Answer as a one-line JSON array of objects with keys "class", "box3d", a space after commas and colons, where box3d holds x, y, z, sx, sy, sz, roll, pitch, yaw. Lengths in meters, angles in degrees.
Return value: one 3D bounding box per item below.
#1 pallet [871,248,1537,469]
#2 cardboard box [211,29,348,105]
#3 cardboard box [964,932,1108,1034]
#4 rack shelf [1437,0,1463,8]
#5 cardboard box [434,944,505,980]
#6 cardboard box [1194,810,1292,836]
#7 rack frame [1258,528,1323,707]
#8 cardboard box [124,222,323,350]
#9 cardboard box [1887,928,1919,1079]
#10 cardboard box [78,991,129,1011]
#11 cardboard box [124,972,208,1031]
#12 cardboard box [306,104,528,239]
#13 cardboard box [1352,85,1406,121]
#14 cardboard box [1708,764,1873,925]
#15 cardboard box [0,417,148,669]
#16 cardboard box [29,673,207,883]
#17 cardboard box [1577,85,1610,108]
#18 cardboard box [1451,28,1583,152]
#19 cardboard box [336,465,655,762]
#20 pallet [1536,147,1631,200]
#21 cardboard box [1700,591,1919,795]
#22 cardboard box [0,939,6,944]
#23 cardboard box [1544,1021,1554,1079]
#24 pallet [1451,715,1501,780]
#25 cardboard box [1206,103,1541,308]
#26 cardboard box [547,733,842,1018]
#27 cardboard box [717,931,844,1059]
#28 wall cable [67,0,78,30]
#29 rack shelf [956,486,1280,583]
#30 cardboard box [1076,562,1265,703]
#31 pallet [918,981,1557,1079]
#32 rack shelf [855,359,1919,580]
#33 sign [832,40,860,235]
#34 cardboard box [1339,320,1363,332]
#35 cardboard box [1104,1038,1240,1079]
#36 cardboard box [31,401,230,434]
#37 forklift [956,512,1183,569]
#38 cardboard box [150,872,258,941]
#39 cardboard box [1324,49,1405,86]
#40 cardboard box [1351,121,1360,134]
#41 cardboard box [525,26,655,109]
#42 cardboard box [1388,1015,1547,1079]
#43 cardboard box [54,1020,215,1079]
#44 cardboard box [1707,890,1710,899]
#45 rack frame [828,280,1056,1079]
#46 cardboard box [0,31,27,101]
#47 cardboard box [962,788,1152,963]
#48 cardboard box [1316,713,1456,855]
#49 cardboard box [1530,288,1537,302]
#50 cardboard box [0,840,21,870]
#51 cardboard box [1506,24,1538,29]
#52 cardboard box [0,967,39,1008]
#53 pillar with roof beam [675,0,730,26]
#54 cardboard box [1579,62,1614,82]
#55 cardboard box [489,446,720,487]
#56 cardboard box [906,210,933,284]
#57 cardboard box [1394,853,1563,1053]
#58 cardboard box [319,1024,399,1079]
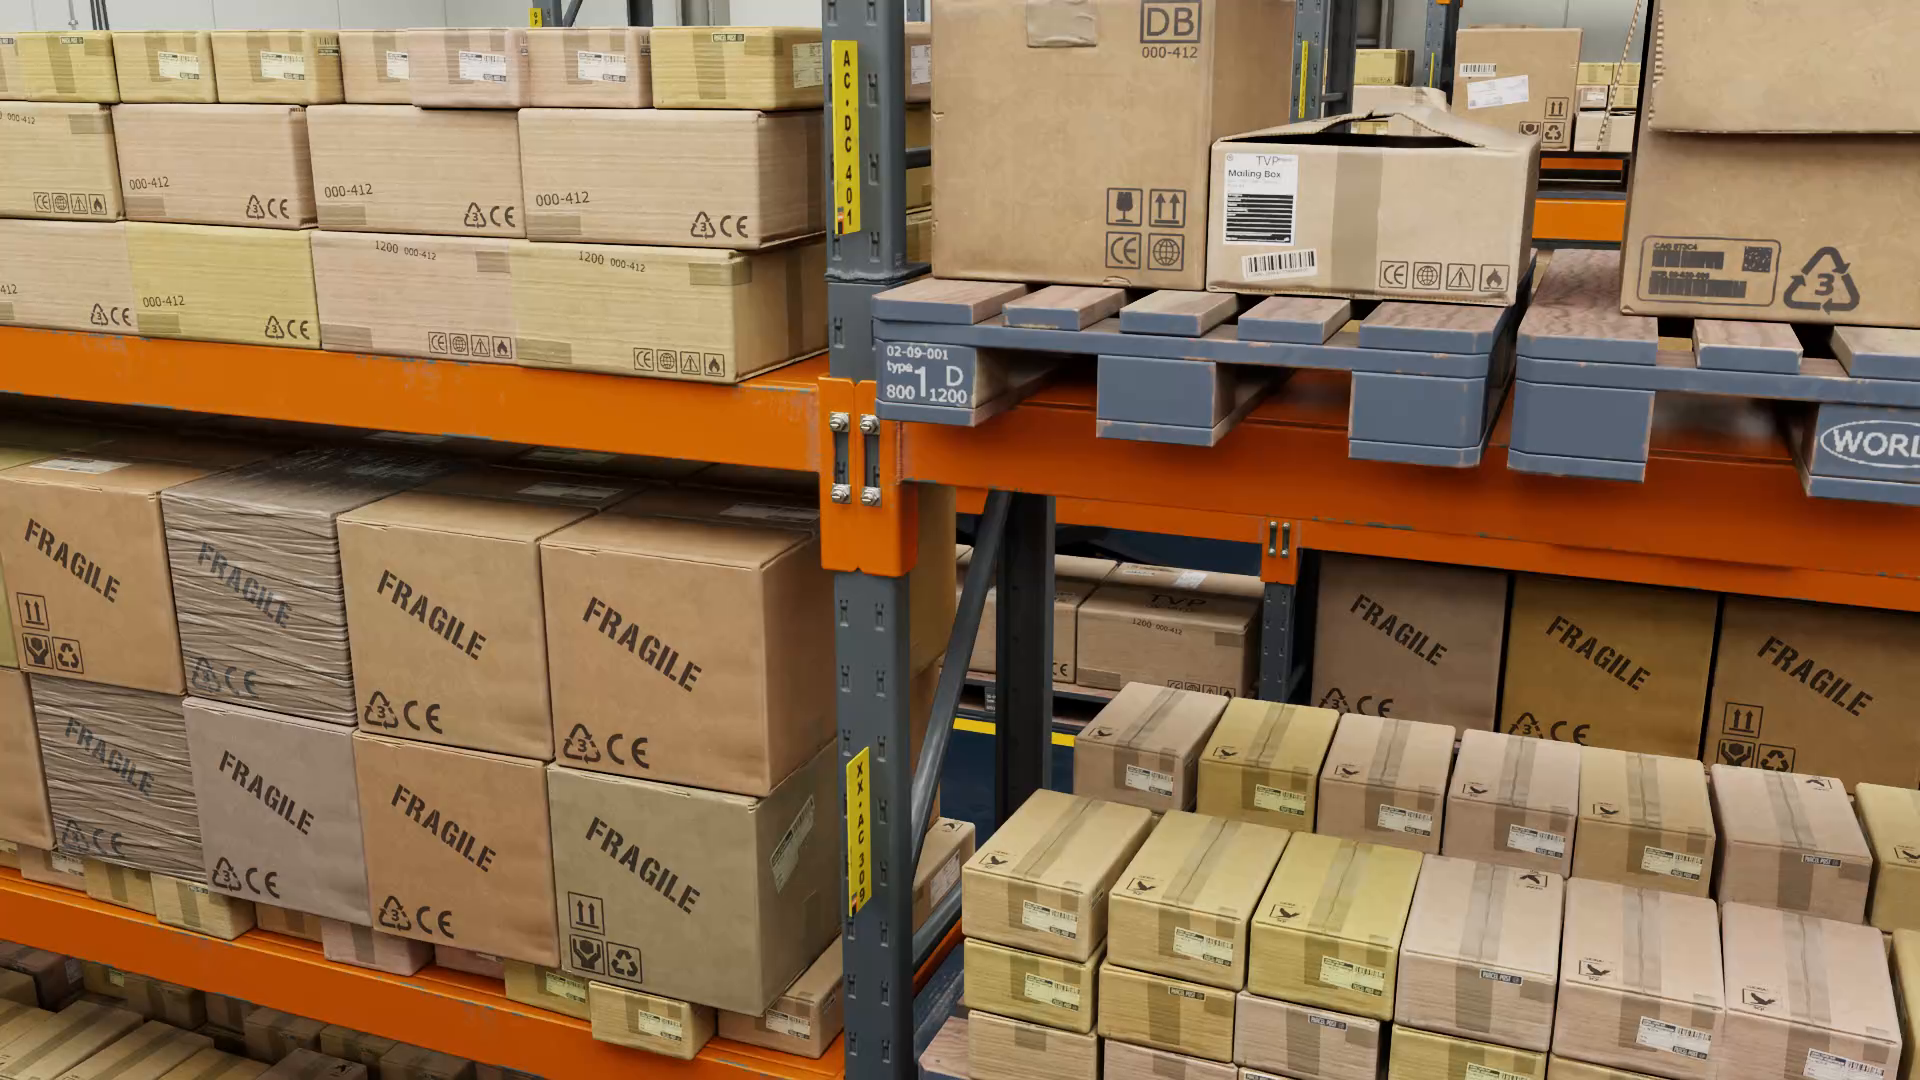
[{"class": "pallet", "box3d": [0.531, -0.412, 3.170, 1.003, 0.211, 1.213, 6, 17, 21]}, {"class": "cardboard box", "box3d": [-1.369, -1.018, 3.579, 0.250, 0.149, 0.380, 6, 17, 18]}, {"class": "cardboard box", "box3d": [0.193, 0.783, 3.260, 0.250, 0.149, 0.380, 7, 17, 22]}, {"class": "rack shelf", "box3d": [5.396, -3.874, 11.384, 4.000, 0.370, 1.077, 6, 17, 21]}, {"class": "cardboard box", "box3d": [-1.077, 0.914, 4.095, 0.250, 0.149, 0.380, 6, 17, 19]}, {"class": "cardboard box", "box3d": [0.684, 0.639, 3.755, 0.250, 0.149, 0.380, 6, 17, 21]}, {"class": "rack frame", "box3d": [1.718, -0.447, 8.333, 0.127, 3.000, 1.000, 6, 17, 21]}, {"class": "cardboard box", "box3d": [-1.493, -0.607, 3.774, 0.500, 0.250, 0.500, 6, 17, 20]}, {"class": "cardboard box", "box3d": [1.648, 0.799, 2.672, 0.250, 0.149, 0.380, 7, 18, 22]}, {"class": "cardboard box", "box3d": [-2.646, 1.495, 5.469, 0.250, 0.149, 0.380, 6, 17, 18]}, {"class": "cardboard box", "box3d": [-2.422, 1.385, 5.315, 0.250, 0.149, 0.380, 6, 17, 18]}, {"class": "cardboard box", "box3d": [-1.007, -0.799, 3.537, 0.500, 0.250, 0.500, 6, 17, 18]}, {"class": "cardboard box", "box3d": [2.995, -3.230, 12.276, 0.500, 0.250, 0.500, 6, 17, 21]}, {"class": "cardboard box", "box3d": [1.653, 0.604, 3.342, 0.250, 0.149, 0.380, 5, 17, 18]}, {"class": "cardboard box", "box3d": [-2.458, -0.009, 4.319, 0.500, 0.500, 0.500, 6, 17, 19]}, {"class": "cardboard box", "box3d": [-1.975, 0.517, 4.300, 0.500, 0.500, 0.500, 6, 17, 19]}, {"class": "cardboard box", "box3d": [4.371, -3.087, 11.563, 0.250, 0.149, 0.380, 7, 17, 21]}, {"class": "cardboard box", "box3d": [2.431, -1.972, 7.273, 0.500, 0.500, 0.500, 6, 17, 20]}, {"class": "cardboard box", "box3d": [-1.024, 0.147, 3.782, 0.500, 0.500, 0.500, 6, 17, 19]}, {"class": "pallet", "box3d": [2.589, -1.715, 7.662, 1.217, 0.209, 0.805, 6, 17, 18]}, {"class": "cardboard box", "box3d": [3.998, 0.596, 7.797, 0.875, 0.875, 0.875, 7, 17, 21]}, {"class": "cardboard box", "box3d": [-3.140, 1.308, 5.580, 0.250, 0.149, 0.380, 6, 17, 21]}, {"class": "cardboard box", "box3d": [1.154, 1.031, 2.939, 0.250, 0.149, 0.380, 5, 17, 18]}, {"class": "pallet", "box3d": [2.463, 0.952, 8.517, 1.213, 0.211, 1.003, 6, 17, 21]}, {"class": "cardboard box", "box3d": [0.737, -0.608, 2.913, 0.500, 0.311, 0.500, 6, 17, 20]}, {"class": "cardboard box", "box3d": [-0.558, 0.680, 3.738, 0.500, 0.500, 0.500, 6, 17, 21]}, {"class": "cardboard box", "box3d": [-0.356, 0.999, 3.802, 0.250, 0.149, 0.380, 6, 17, 20]}, {"class": "wall cable", "box3d": [-7.120, -4.441, 11.330, 0.029, 3.000, 2.355, 6, 17, 21]}, {"class": "rack shelf", "box3d": [-0.143, -0.306, 9.138, 4.000, 0.370, 1.077, 6, 17, 21]}, {"class": "cardboard box", "box3d": [1.173, 0.490, 8.949, 0.875, 0.438, 0.875, 6, 17, 20]}, {"class": "pallet", "box3d": [0.653, 1.055, 3.503, 1.213, 0.211, 1.003, 6, 17, 21]}, {"class": "rack shelf", "box3d": [1.856, -0.043, 2.852, 4.000, 0.370, 1.077, 6, 17, 21]}, {"class": "sign", "box3d": [-0.197, -0.700, 2.897, 0.005, 0.325, 0.100, 6, 17, 21]}, {"class": "cardboard box", "box3d": [2.022, -0.856, 7.768, 0.500, 0.500, 0.500, 6, 17, 21]}, {"class": "cardboard box", "box3d": [0.453, 0.953, 3.209, 0.250, 0.149, 0.380, 7, 17, 22]}, {"class": "cardboard box", "box3d": [-2.250, -0.148, 4.797, 0.500, 0.500, 0.500, 7, 18, 23]}, {"class": "forklift", "box3d": [0.373, -1.248, 11.214, 1.130, 2.935, 3.031, -11, 20, -34]}, {"class": "cardboard box", "box3d": [-1.837, 0.858, 4.288, 0.250, 0.149, 0.380, 7, 17, 22]}, {"class": "cardboard box", "box3d": [2.978, -3.475, 12.223, 0.500, 0.250, 0.500, 6, 17, 21]}, {"class": "cardboard box", "box3d": [2.866, -3.041, 12.337, 0.250, 0.149, 0.380, 6, 17, 21]}, {"class": "cardboard box", "box3d": [-0.646, -0.938, 3.303, 0.250, 0.149, 0.380, 7, 18, 22]}, {"class": "cardboard box", "box3d": [0.917, 0.862, 2.989, 0.250, 0.149, 0.380, 5, 17, 18]}, {"class": "cardboard box", "box3d": [-2.359, 1.552, 4.740, 0.250, 0.149, 0.380, 7, 18, 23]}, {"class": "cardboard box", "box3d": [1.411, 0.719, 3.479, 0.250, 0.149, 0.380, 5, 17, 18]}, {"class": "rack frame", "box3d": [-0.005, 0.847, 3.875, 0.127, 3.000, 1.000, 6, 17, 21]}, {"class": "cardboard box", "box3d": [-2.074, -1.103, 3.871, 0.250, 0.149, 0.380, 7, 18, 23]}, {"class": "cardboard box", "box3d": [0.193, 0.640, 3.219, 0.250, 0.149, 0.380, 7, 18, 23]}, {"class": "cardboard box", "box3d": [0.930, 0.525, 3.615, 0.250, 0.149, 0.380, 6, 17, 19]}, {"class": "cardboard box", "box3d": [2.709, -0.944, 8.071, 0.500, 0.500, 0.500, 7, 17, 22]}, {"class": "cardboard box", "box3d": [-2.527, 0.759, 4.631, 0.250, 0.149, 0.380, 6, 17, 20]}, {"class": "cardboard box", "box3d": [4.103, -3.614, 12.104, 0.258, 0.266, 0.396, 6, 17, 21]}, {"class": "cardboard box", "box3d": [-3.062, 1.458, 5.063, 0.250, 0.149, 0.380, 7, 17, 22]}, {"class": "pillar with roof beam", "box3d": [-3.943, -4.418, 11.251, 0.400, 9.000, 9.100, 6, 17, 21]}, {"class": "cardboard box", "box3d": [4.580, -3.374, 12.019, 0.250, 0.149, 0.380, 7, 18, 22]}, {"class": "cardboard box", "box3d": [-0.823, 0.018, 4.226, 0.500, 0.500, 0.500, 6, 17, 19]}, {"class": "cardboard box", "box3d": [-0.338, -0.637, 3.877, 0.500, 0.250, 0.500, 7, 18, 23]}, {"class": "cardboard box", "box3d": [0.924, 0.720, 2.943, 0.250, 0.149, 0.380, 6, 17, 20]}, {"class": "cardboard box", "box3d": [-1.693, 1.473, 5.011, 0.250, 0.149, 0.380, 6, 17, 21]}]
